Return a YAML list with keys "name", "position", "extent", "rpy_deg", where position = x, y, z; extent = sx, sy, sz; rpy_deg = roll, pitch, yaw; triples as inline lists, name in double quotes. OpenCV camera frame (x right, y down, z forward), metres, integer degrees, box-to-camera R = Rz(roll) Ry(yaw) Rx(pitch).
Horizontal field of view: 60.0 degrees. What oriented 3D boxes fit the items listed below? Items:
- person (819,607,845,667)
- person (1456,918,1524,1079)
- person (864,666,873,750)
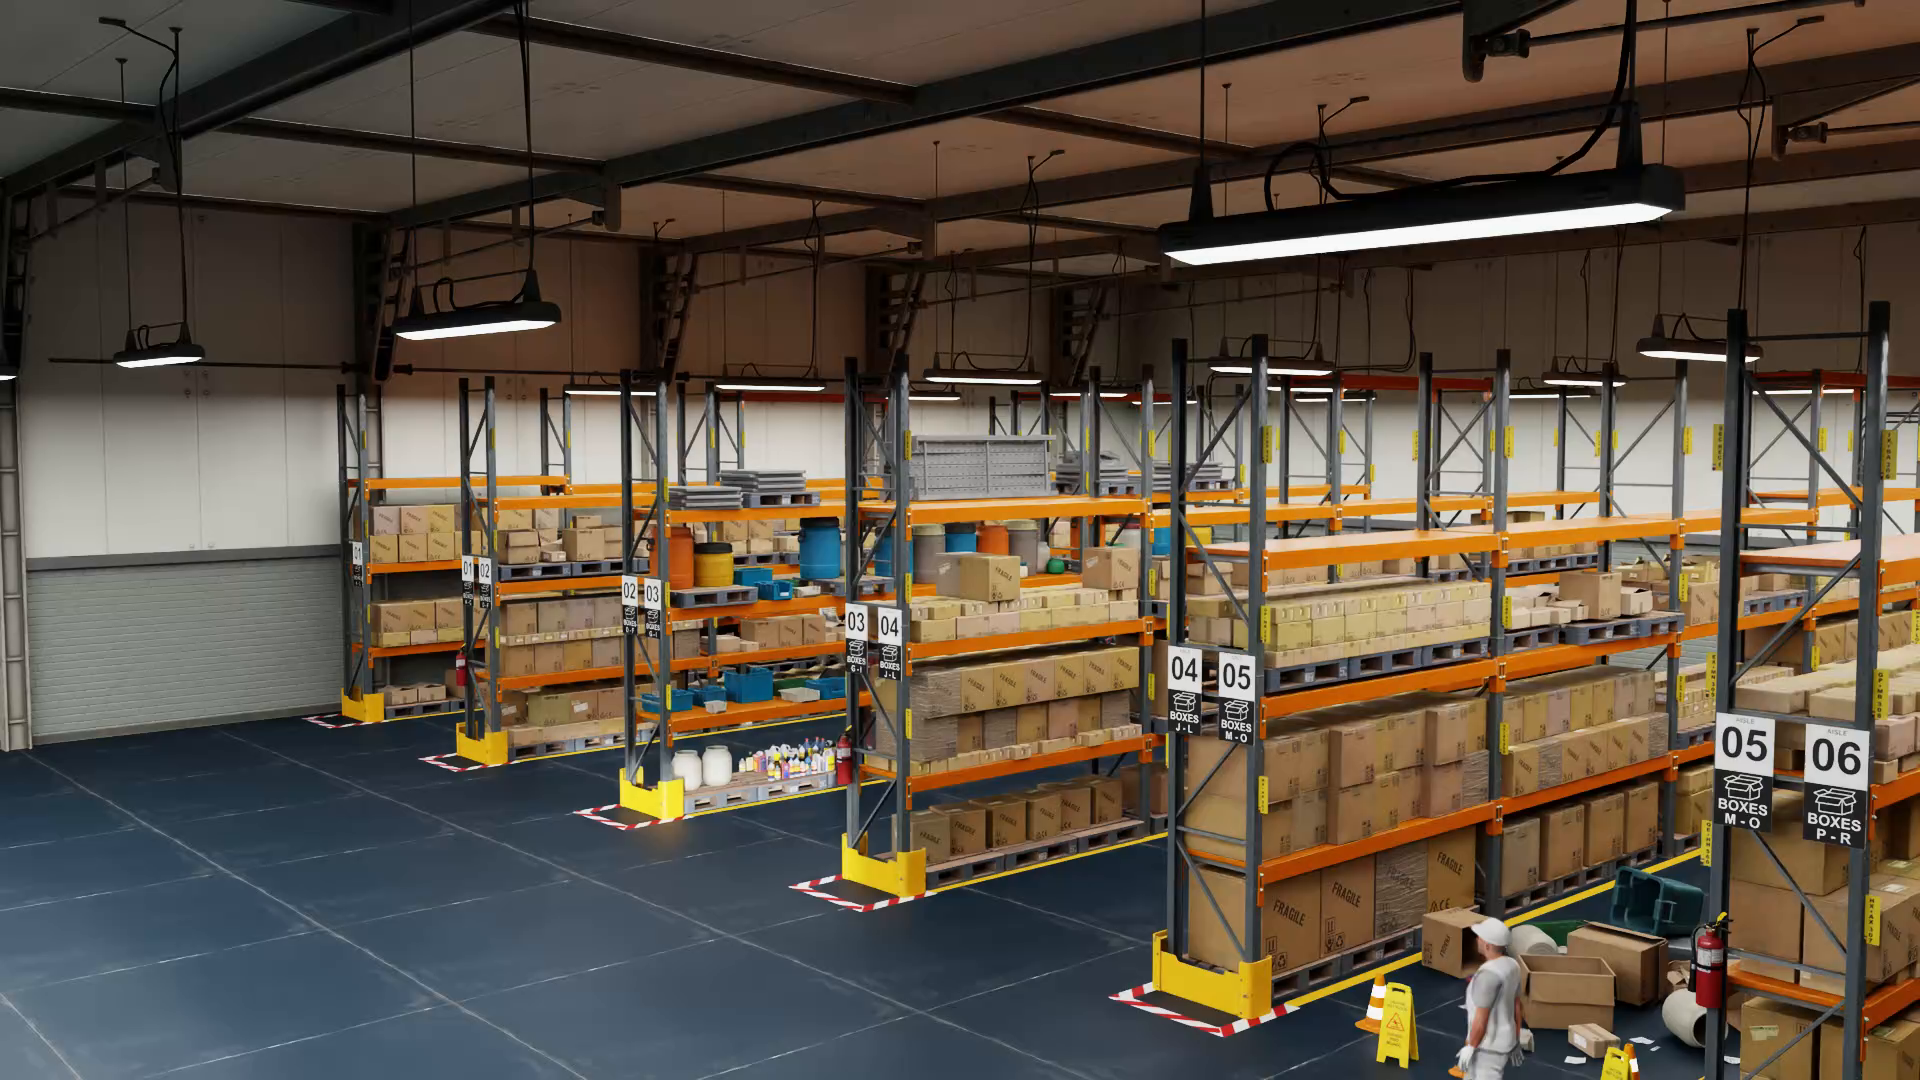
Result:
- name: "person"
  position: [-2.659, 2.008, 34.656]
  extent: [0.585, 1.498, 0.541]
  rpy_deg: [-1, 4, -20]
- name: "person"
  position: [3.734, 3.514, 11.544]
  extent: [0.861, 1.779, 0.517]
  rpy_deg: [2, 4, 26]
- name: "person"
  position: [-1.599, 2.606, 26.665]
  extent: [0.541, 1.721, 0.439]
  rpy_deg: [-2, 4, -32]
